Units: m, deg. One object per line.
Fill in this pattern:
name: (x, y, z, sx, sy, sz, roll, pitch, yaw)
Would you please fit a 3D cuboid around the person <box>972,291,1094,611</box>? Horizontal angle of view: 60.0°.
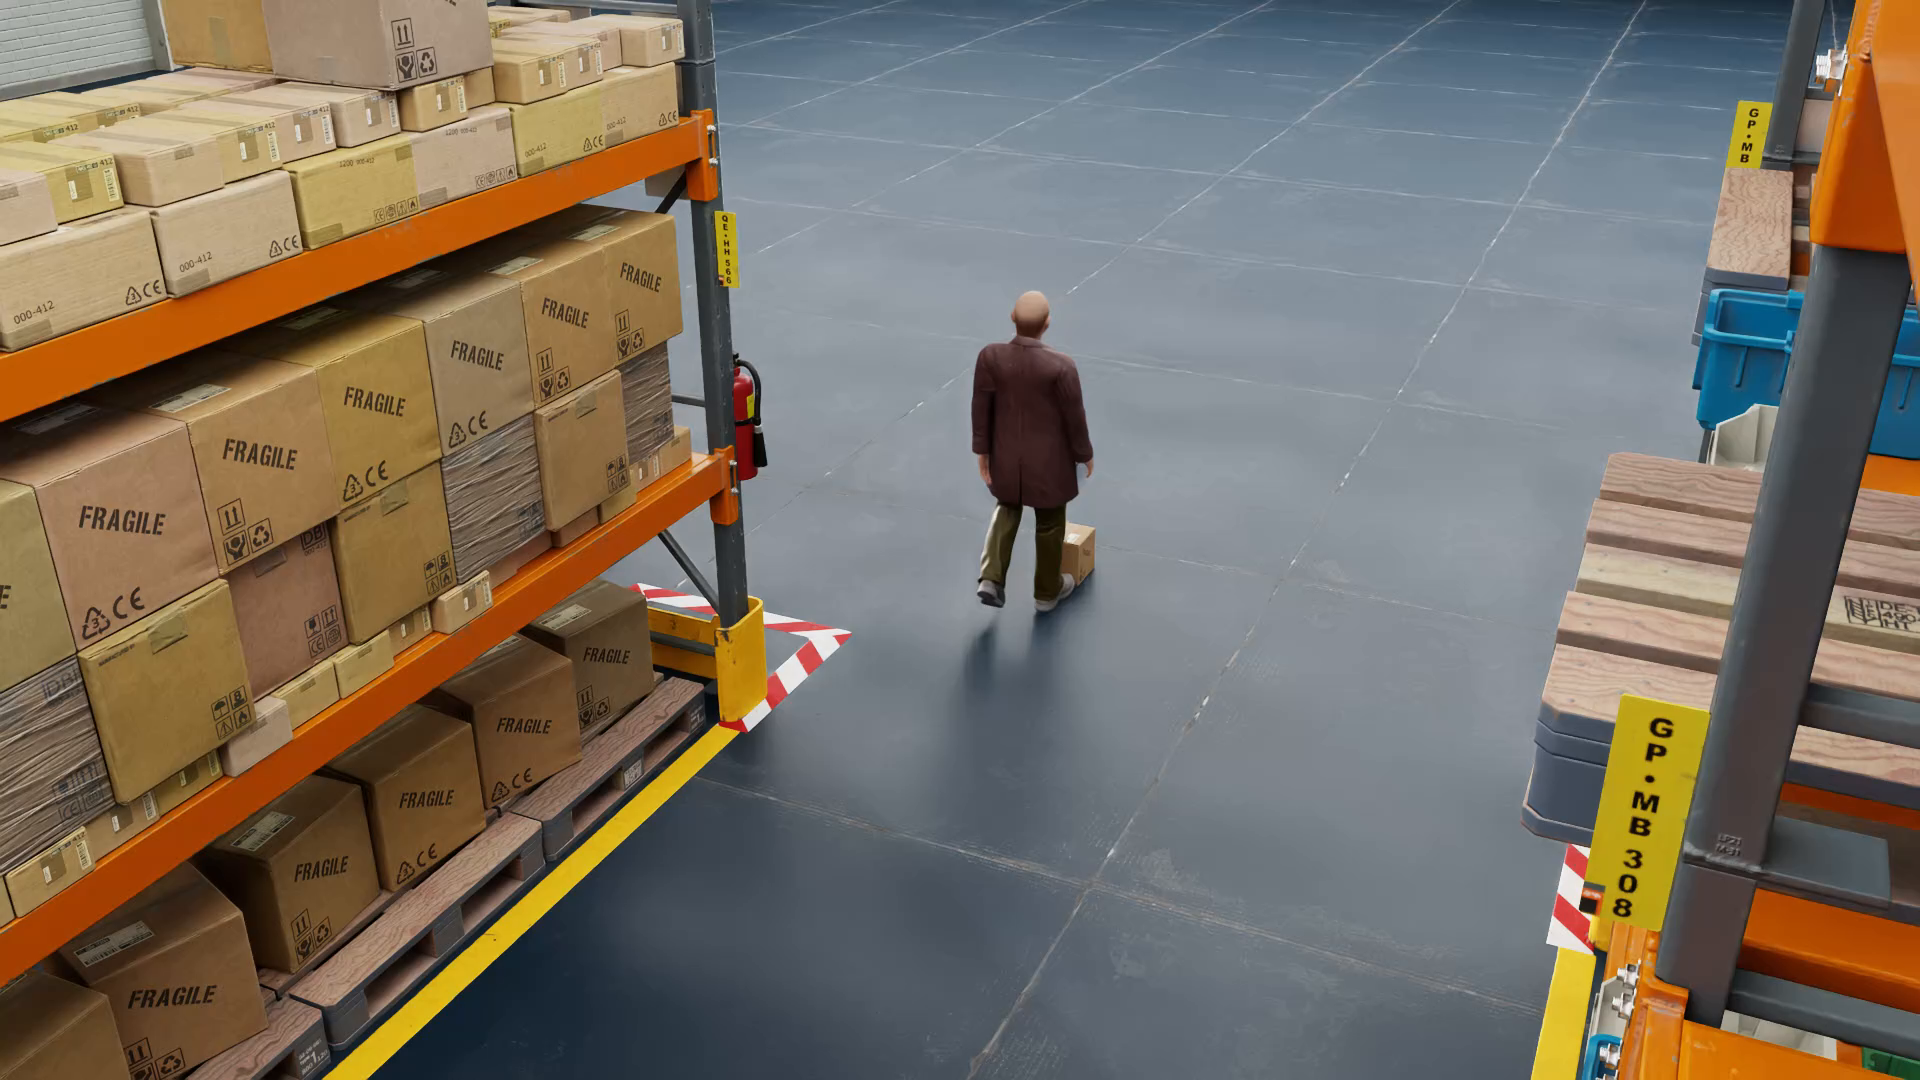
person: (0.375, -0.438, 8.490, 0.608, 1.770, 0.680, 11, 28, 21)
